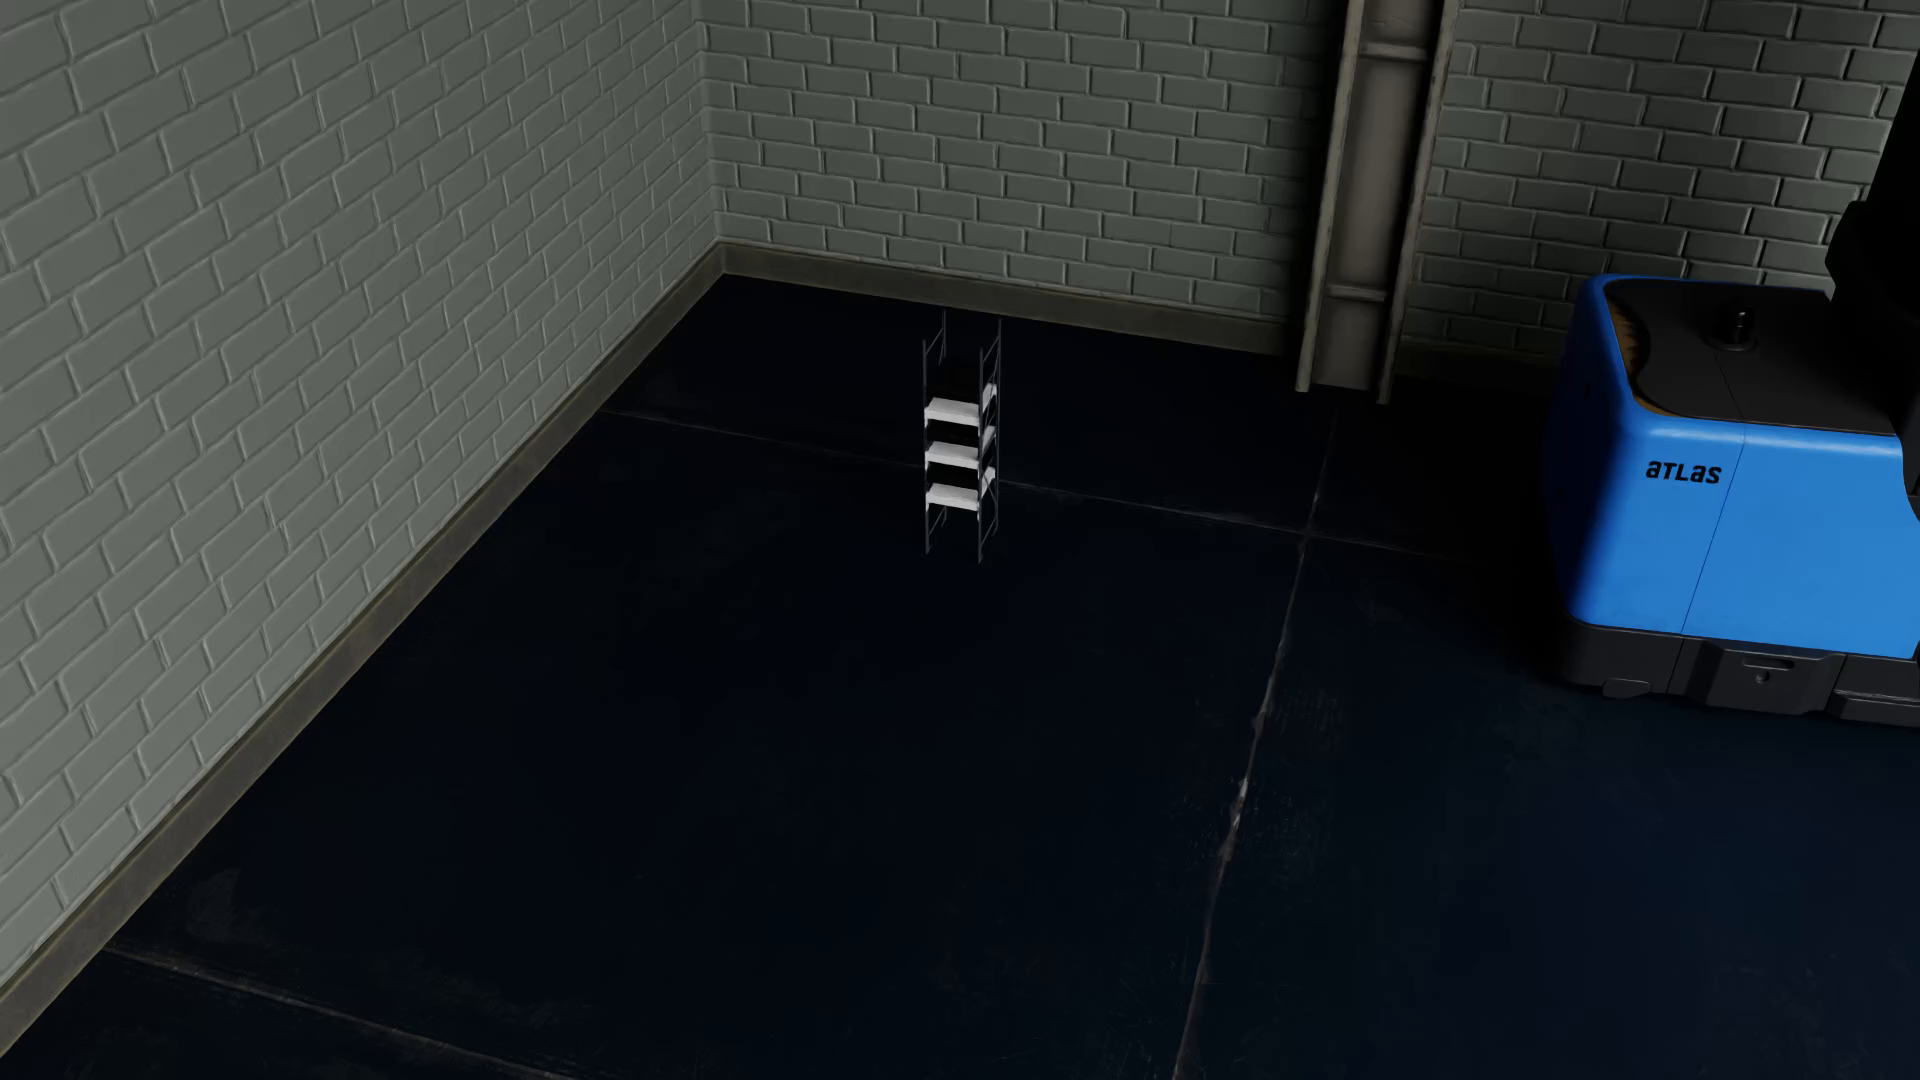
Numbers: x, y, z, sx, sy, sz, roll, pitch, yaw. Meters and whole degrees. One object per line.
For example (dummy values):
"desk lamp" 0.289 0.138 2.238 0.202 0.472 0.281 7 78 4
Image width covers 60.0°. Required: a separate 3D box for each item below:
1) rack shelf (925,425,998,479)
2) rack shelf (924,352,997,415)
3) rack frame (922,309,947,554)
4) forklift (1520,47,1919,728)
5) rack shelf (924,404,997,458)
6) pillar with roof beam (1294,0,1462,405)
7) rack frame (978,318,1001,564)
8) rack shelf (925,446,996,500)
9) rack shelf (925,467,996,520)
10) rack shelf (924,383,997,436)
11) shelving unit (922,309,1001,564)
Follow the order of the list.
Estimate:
"rack shelf" 0.008 -0.334 6.001 0.200 0.077 0.258 10 38 14
"rack shelf" 0.008 -0.552 5.841 0.200 0.077 0.258 10 38 14
"rack frame" -0.089 -0.379 6.006 0.006 0.900 0.240 10 38 14
"forklift" 3.520 -0.806 4.873 3.031 2.935 1.130 6 37 8
"rack shelf" 0.008 -0.407 5.948 0.200 0.077 0.258 10 38 14
"pillar with roof beam" 0.381 -1.881 1.214 0.400 9.000 9.100 10 38 14
"rack frame" 0.105 -0.343 5.957 0.006 0.900 0.240 10 38 14
"rack shelf" 0.008 -0.262 6.054 0.200 0.077 0.258 10 38 14
"rack shelf" 0.008 -0.189 6.108 0.200 0.077 0.258 10 38 14
"rack shelf" 0.008 -0.479 5.894 0.200 0.077 0.258 10 38 14
"shelving unit" 0.008 -0.361 5.981 0.210 0.900 0.258 10 38 14
